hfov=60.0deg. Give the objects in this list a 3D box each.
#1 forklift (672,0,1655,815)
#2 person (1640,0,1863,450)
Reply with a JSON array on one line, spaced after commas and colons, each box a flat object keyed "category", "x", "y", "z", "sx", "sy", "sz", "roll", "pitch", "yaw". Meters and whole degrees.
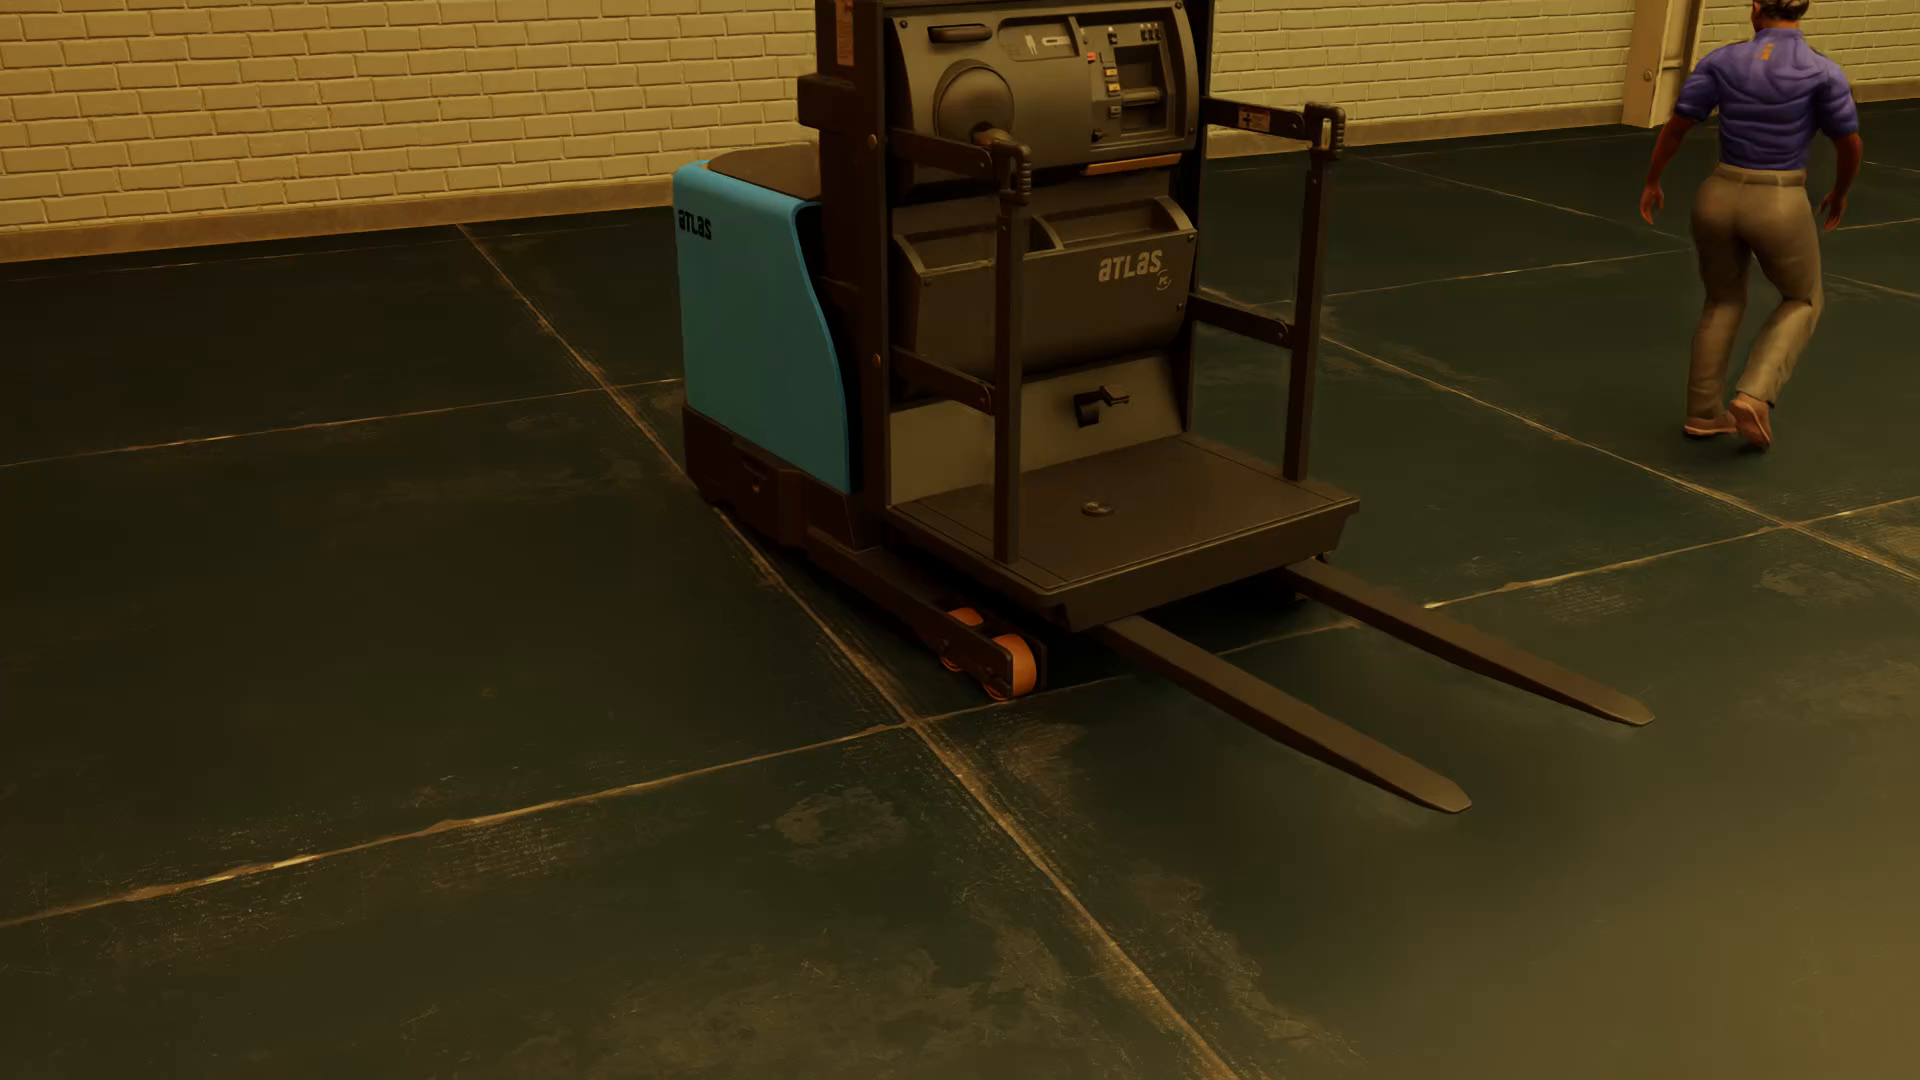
[{"category": "forklift", "x": 0.362, "y": -1.163, "z": 4.086, "sx": 1.130, "sy": 2.935, "sz": 3.031, "roll": -15, "pitch": 27, "yaw": -32}, {"category": "person", "x": 2.705, "y": -1.137, "z": 5.741, "sx": 0.444, "sy": 1.626, "sz": 0.685, "roll": -19, "pitch": 29, "yaw": -37}]
